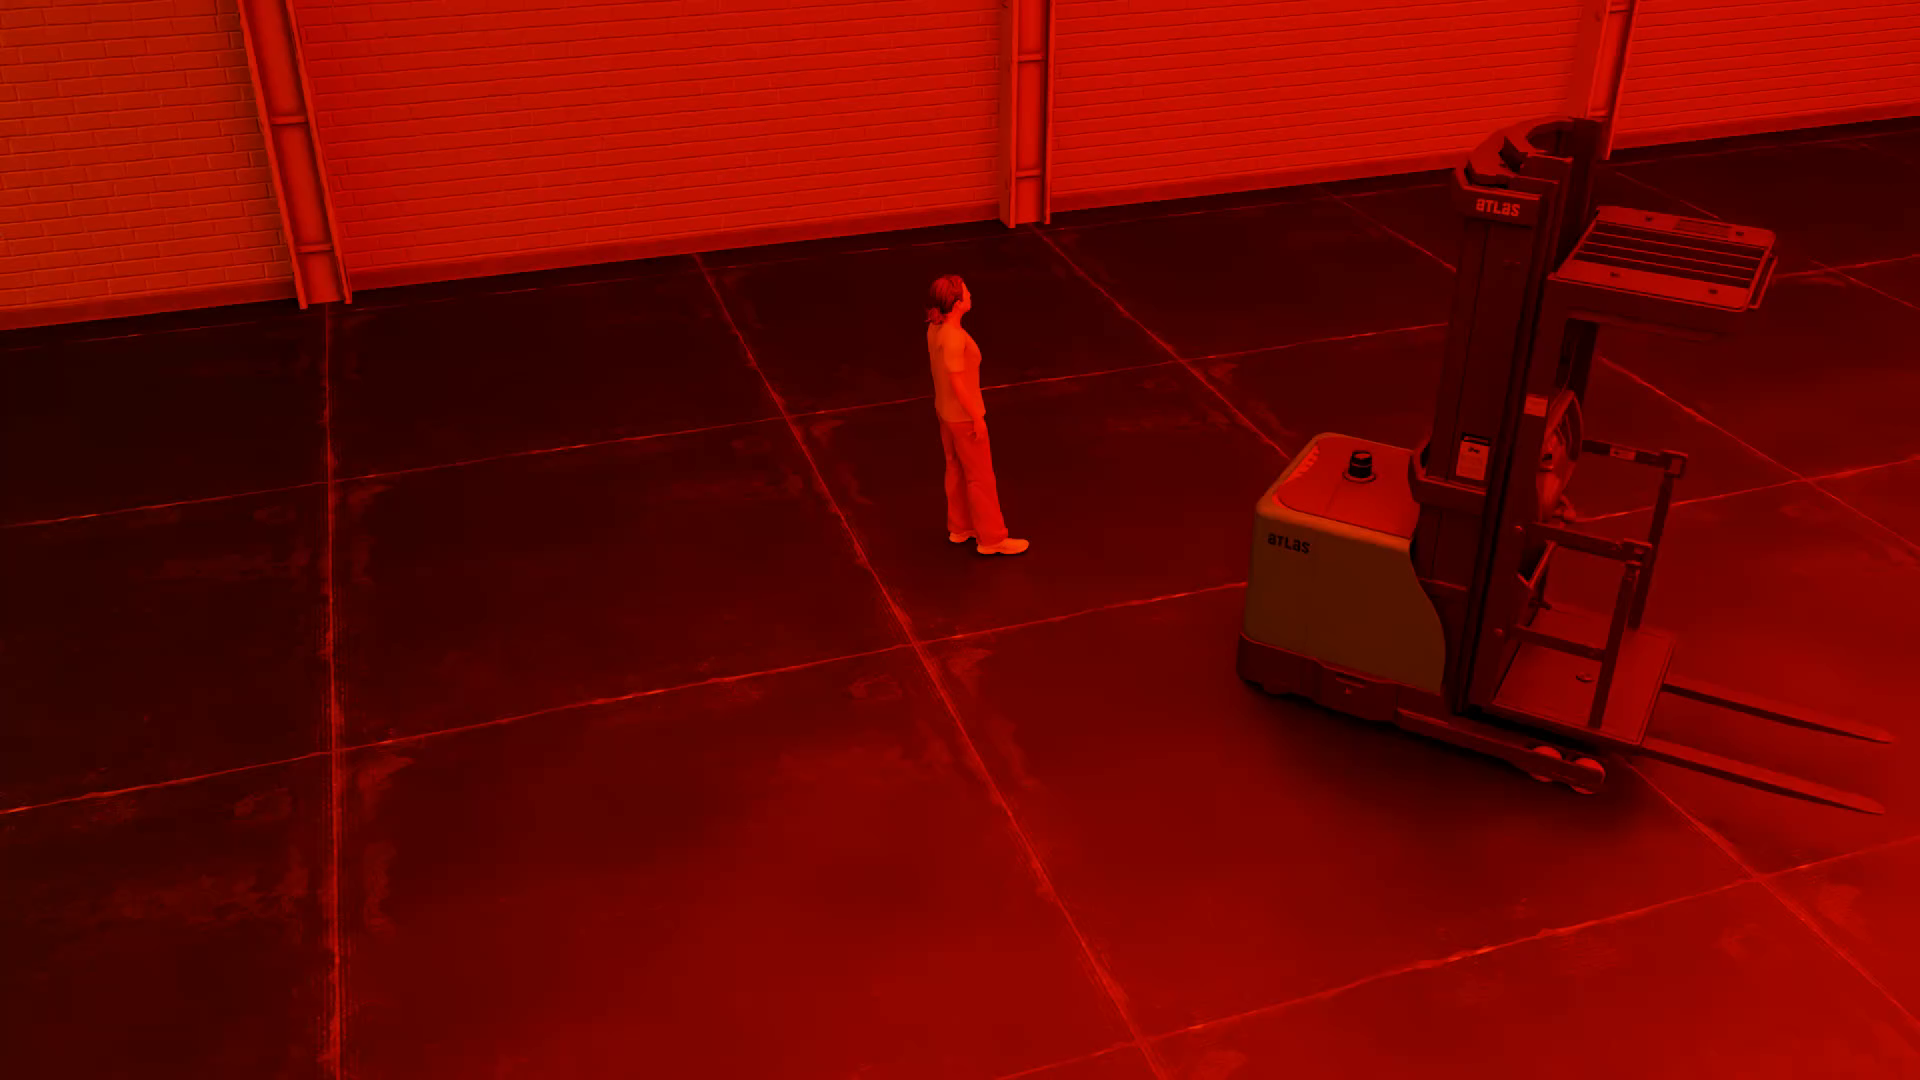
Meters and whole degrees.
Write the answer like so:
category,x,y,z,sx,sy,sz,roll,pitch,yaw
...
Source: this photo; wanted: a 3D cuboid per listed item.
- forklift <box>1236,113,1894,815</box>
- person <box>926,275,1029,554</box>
category,x,y,z,sx,sy,sz,roll,pitch,yaw
forklift,2.983,-0.365,7.721,3.031,2.935,1.130,16,33,25
person,0.073,-0.739,9.616,0.549,1.675,0.555,-10,31,-16
